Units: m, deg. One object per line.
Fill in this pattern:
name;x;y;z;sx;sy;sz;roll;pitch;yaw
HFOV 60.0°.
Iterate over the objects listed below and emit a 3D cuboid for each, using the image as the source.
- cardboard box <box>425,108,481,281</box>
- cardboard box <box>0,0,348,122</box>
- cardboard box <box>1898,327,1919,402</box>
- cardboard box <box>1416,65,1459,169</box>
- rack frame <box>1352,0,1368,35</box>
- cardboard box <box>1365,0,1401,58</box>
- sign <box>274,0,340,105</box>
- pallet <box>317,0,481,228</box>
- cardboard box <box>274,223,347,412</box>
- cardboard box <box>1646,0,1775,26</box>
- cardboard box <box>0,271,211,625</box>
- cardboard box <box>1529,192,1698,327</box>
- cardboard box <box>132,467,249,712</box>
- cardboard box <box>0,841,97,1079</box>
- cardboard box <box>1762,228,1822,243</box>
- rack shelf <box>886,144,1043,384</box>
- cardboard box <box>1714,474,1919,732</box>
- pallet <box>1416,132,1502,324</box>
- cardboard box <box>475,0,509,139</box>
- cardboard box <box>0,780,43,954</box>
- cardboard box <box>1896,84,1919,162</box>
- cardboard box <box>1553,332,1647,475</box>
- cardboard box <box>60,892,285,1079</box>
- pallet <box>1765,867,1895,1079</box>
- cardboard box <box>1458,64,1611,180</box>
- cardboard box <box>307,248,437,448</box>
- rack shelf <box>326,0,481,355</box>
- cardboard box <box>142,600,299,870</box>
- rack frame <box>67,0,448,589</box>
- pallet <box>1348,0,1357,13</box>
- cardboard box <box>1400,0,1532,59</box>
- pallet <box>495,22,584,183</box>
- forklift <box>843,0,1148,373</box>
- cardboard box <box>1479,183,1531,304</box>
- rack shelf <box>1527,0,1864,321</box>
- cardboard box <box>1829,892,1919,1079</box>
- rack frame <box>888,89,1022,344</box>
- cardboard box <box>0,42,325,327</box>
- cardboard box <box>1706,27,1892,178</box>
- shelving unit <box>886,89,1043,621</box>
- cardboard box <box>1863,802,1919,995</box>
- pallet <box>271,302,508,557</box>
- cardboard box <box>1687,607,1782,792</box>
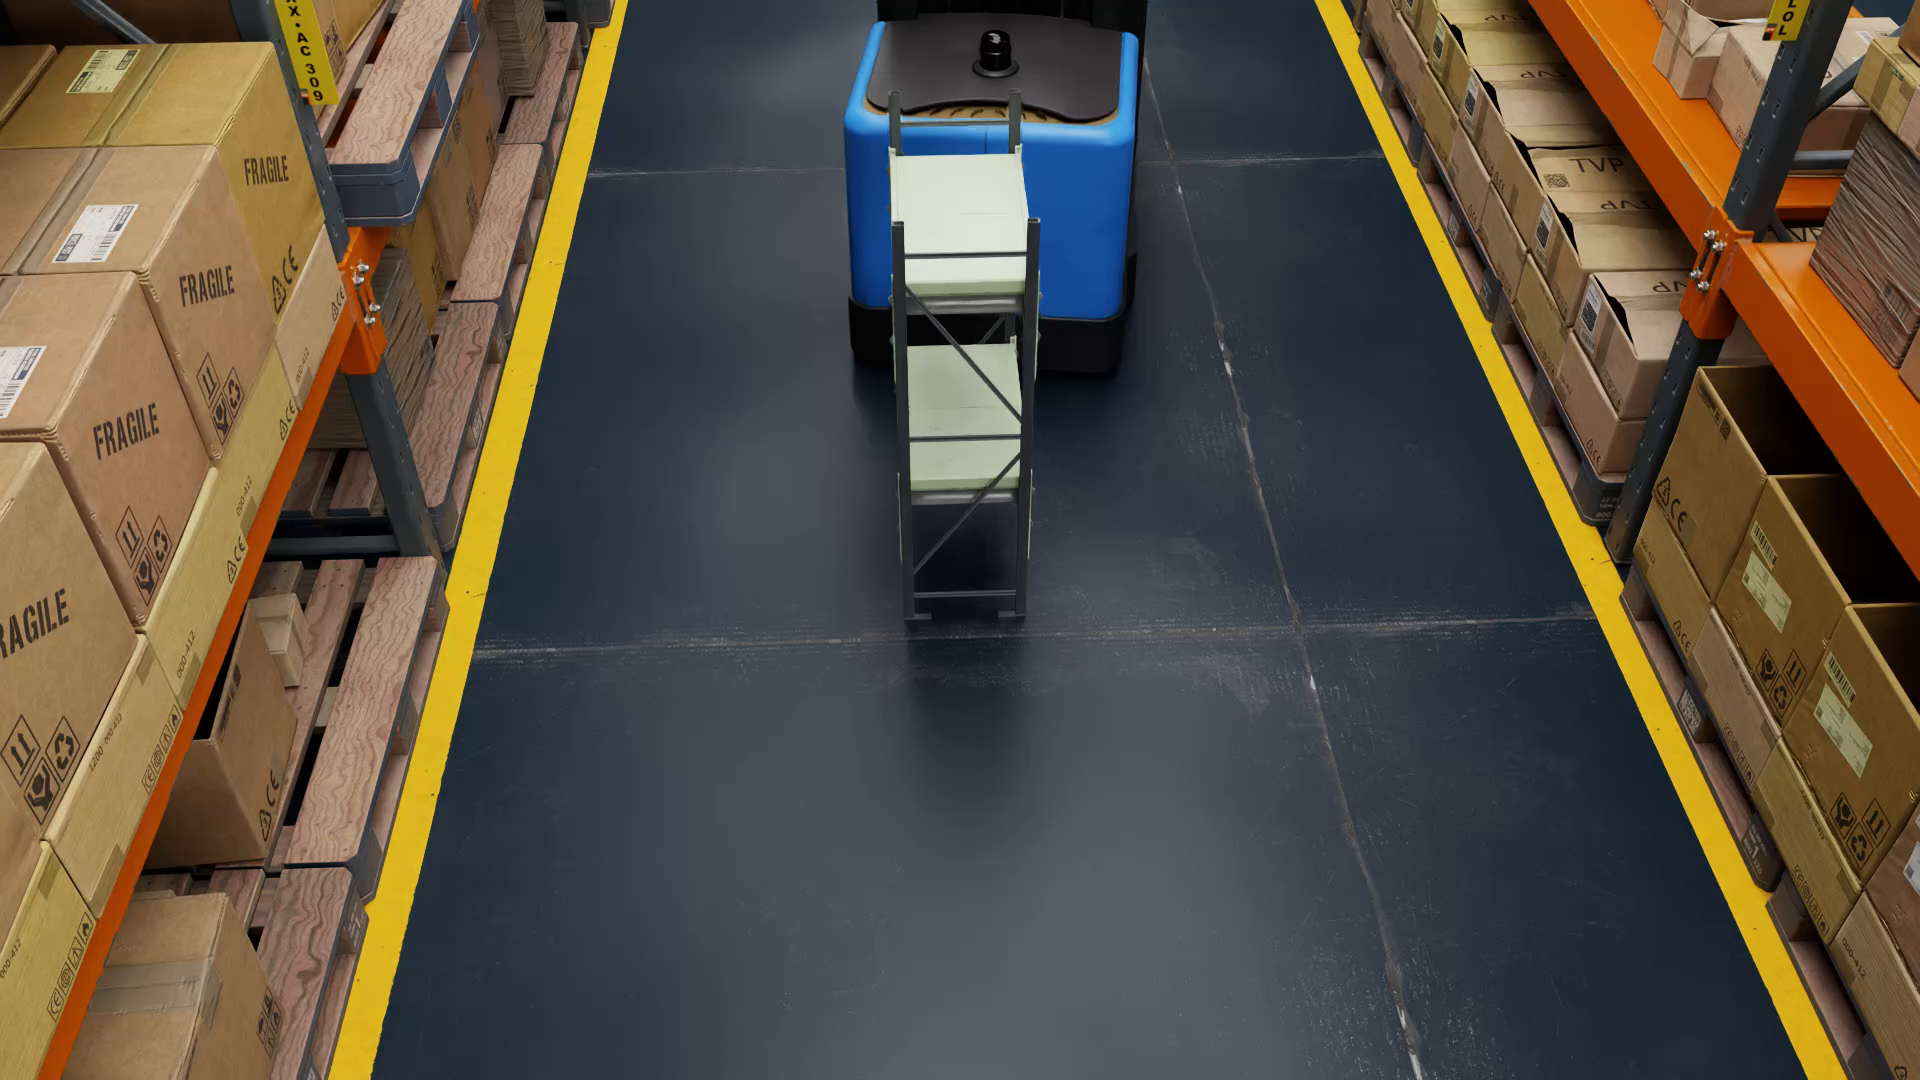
cardboard box;-2.328;-1.359;6.537;0.700;0.500;0.500;-1;43;-1
cardboard box;-2.214;-1.473;4.737;0.700;0.500;0.500;-2;43;-2
cardboard box;2.777;-0.455;3.953;0.700;0.500;0.500;-2;43;-2
cardboard box;2.332;-1.863;7.287;0.500;0.250;0.500;-3;43;-3
rack frame;2.553;-3.774;7.648;1.000;3.000;0.127;-2;43;-2
cardboard box;2.281;-2.553;8.040;0.500;0.250;0.500;-2;43;-2
sign;-1.685;-1.269;4.274;0.100;0.325;0.005;-2;43;-2
pallet;-2.114;-1.378;5.176;1.003;0.211;1.213;-2;43;-2
cardboard box;-1.904;-0.570;4.248;0.500;0.250;0.500;-2;43;-2
cardboard box;2.684;-1.985;5.622;0.500;0.500;0.500;1;43;1
cardboard box;-1.860;-0.170;3.257;0.500;0.500;0.500;-3;43;-3
cardboard box;2.391;-1.038;5.972;0.500;0.311;0.500;-1;43;-1
cardboard box;-1.854;0.106;3.511;0.500;0.250;0.500;-2;43;-2
cardboard box;-1.812;0.786;2.768;0.500;0.250;0.500;-2;43;-2
cardboard box;2.938;-1.046;5.980;0.500;0.311;0.500;-2;43;-2
rack shelf;0.000;-0.836;4.975;0.431;0.370;0.720;-2;43;-2
cardboard box;2.459;0.168;4.516;0.500;0.500;0.500;-2;43;-2
pallet;2.597;-1.368;7.086;1.003;0.211;1.213;-2;43;-2
cardboard box;-2.408;-2.034;7.274;0.700;0.500;0.500;-2;43;-2
cardboard box;-1.803;0.529;2.494;0.500;0.500;0.500;-3;43;-3
cardboard box;2.551;-0.993;4.060;0.380;0.149;0.250;-1;43;-1
cardboard box;2.415;-0.487;5.785;0.500;0.250;0.500;-2;43;-2
cardboard box;-2.002;1.179;3.768;0.700;0.500;0.500;-4;43;-4
pallet;2.769;1.318;4.156;1.003;0.211;1.213;-2;43;-2
cardboard box;2.354;-1.714;6.709;0.500;0.311;0.500;-2;43;-2
cardboard box;-2.274;-0.666;5.781;0.700;0.500;0.500;0;43;0
rack shelf;-2.311;-2.014;6.260;1.077;0.370;4.000;-2;43;-2
cardboard box;-2.142;0.530;4.476;0.500;0.500;0.500;-5;43;-5
rack frame;-2.227;-0.929;4.544;1.000;3.000;0.127;-2;43;-2
pallet;2.559;-3.251;9.141;1.003;0.211;1.213;-2;43;-2
cardboard box;2.312;-2.406;7.464;0.500;0.311;0.500;-3;43;-3
pallet;-2.365;-2.074;7.856;1.003;0.211;1.213;-2;43;-2
forklift;0.235;-2.709;6.536;1.130;2.935;3.031;4;43;4
cardboard box;2.373;-1.173;6.534;0.500;0.250;0.500;-1;43;-1
rack shelf;2.638;-2.159;6.418;1.077;0.370;4.000;-2;43;-2
cardboard box;2.499;1.120;4.033;0.500;0.250;0.500;-2;43;-2
rack frame;-0.015;-0.795;5.508;0.400;1.500;0.023;-2;43;-2
cardboard box;-1.897;-0.847;3.996;0.500;0.500;0.500;-2;43;-2
cardboard box;2.658;-1.350;5.113;0.500;0.250;0.500;1;43;1
shelving unit;0.000;-0.548;5.238;0.431;1.500;0.755;-2;43;-2
cardboard box;2.495;0.843;3.779;0.500;0.500;0.500;-2;43;-2
pallet;-2.261;-0.427;6.059;1.003;0.211;1.213;-2;43;-2
cardboard box;2.455;0.445;4.769;0.500;0.250;0.500;-2;43;-2
